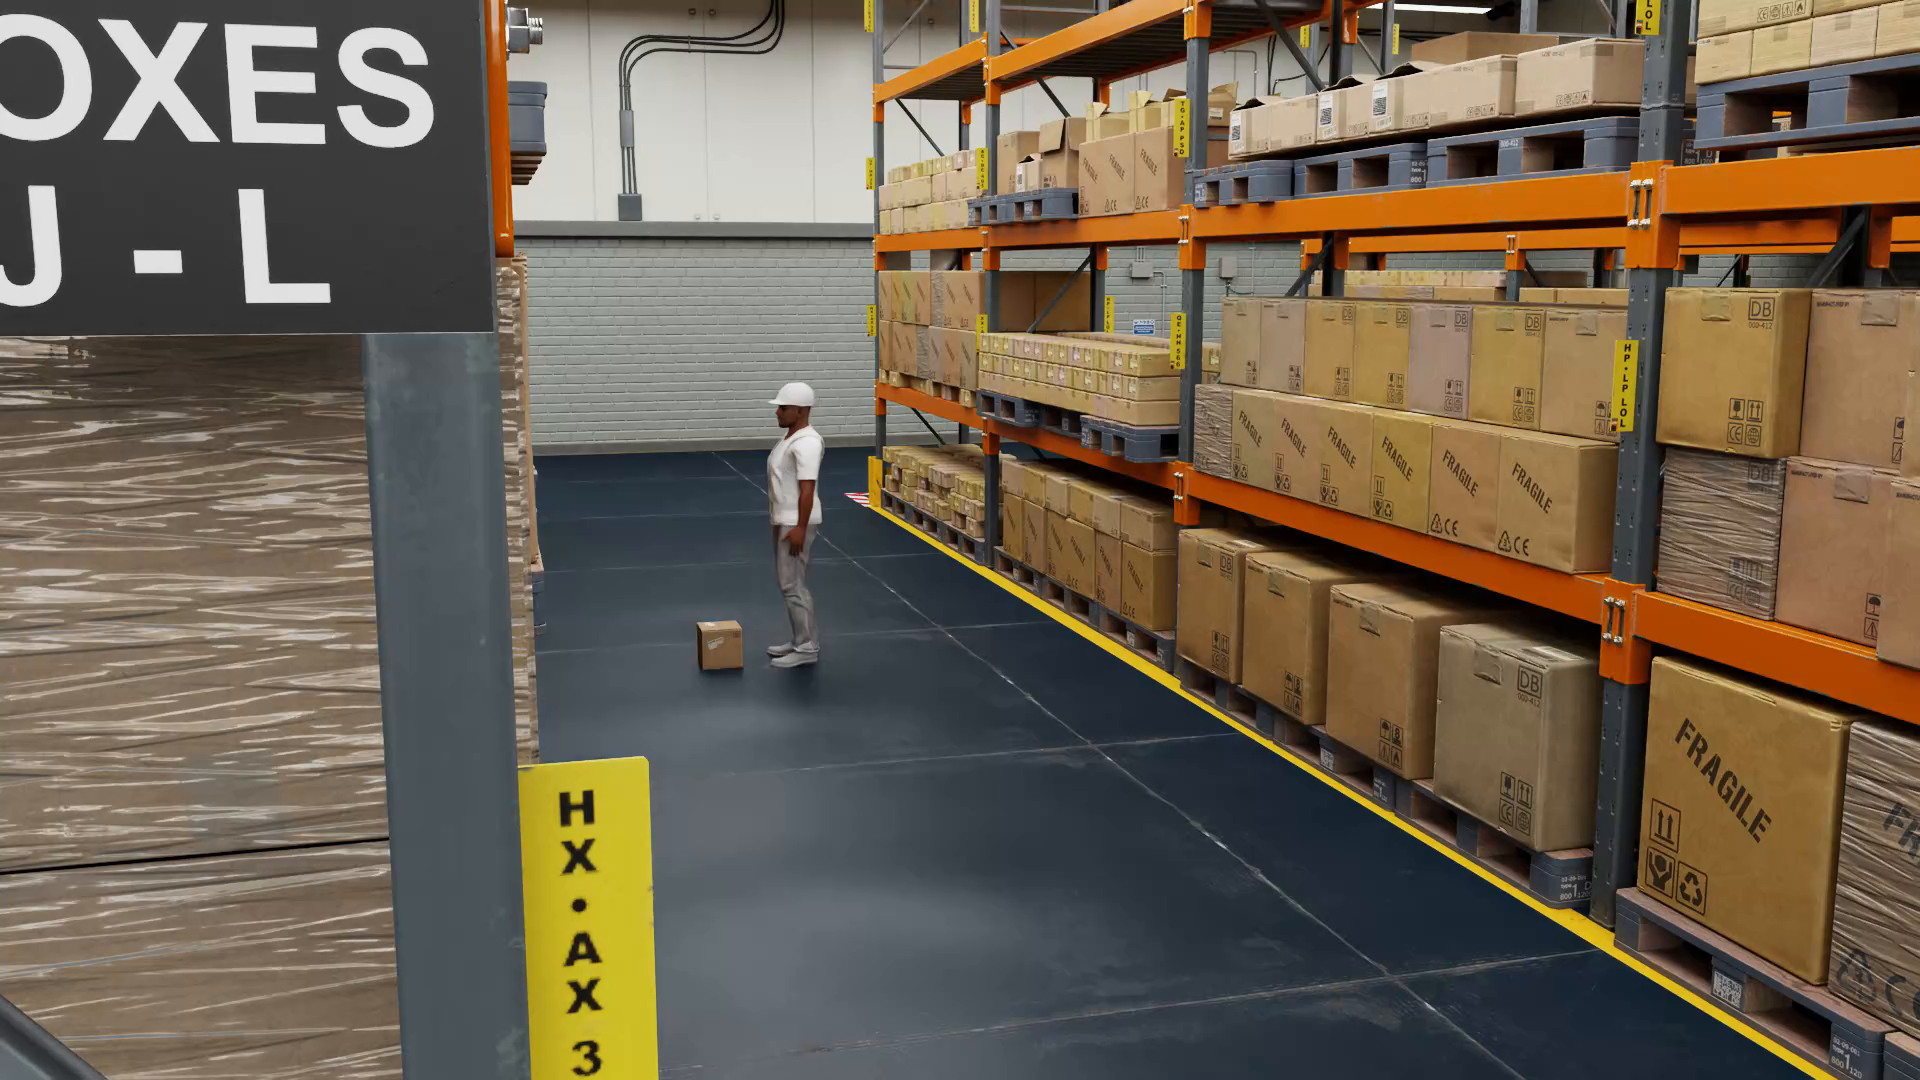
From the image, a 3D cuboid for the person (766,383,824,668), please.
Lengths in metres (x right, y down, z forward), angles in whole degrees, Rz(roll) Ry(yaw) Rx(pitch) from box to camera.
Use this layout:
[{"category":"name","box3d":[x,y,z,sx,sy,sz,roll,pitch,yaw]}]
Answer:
[{"category":"person","box3d":[-1.045,-0.103,10.460,0.370,1.764,0.564,-2,10,-15]}]
